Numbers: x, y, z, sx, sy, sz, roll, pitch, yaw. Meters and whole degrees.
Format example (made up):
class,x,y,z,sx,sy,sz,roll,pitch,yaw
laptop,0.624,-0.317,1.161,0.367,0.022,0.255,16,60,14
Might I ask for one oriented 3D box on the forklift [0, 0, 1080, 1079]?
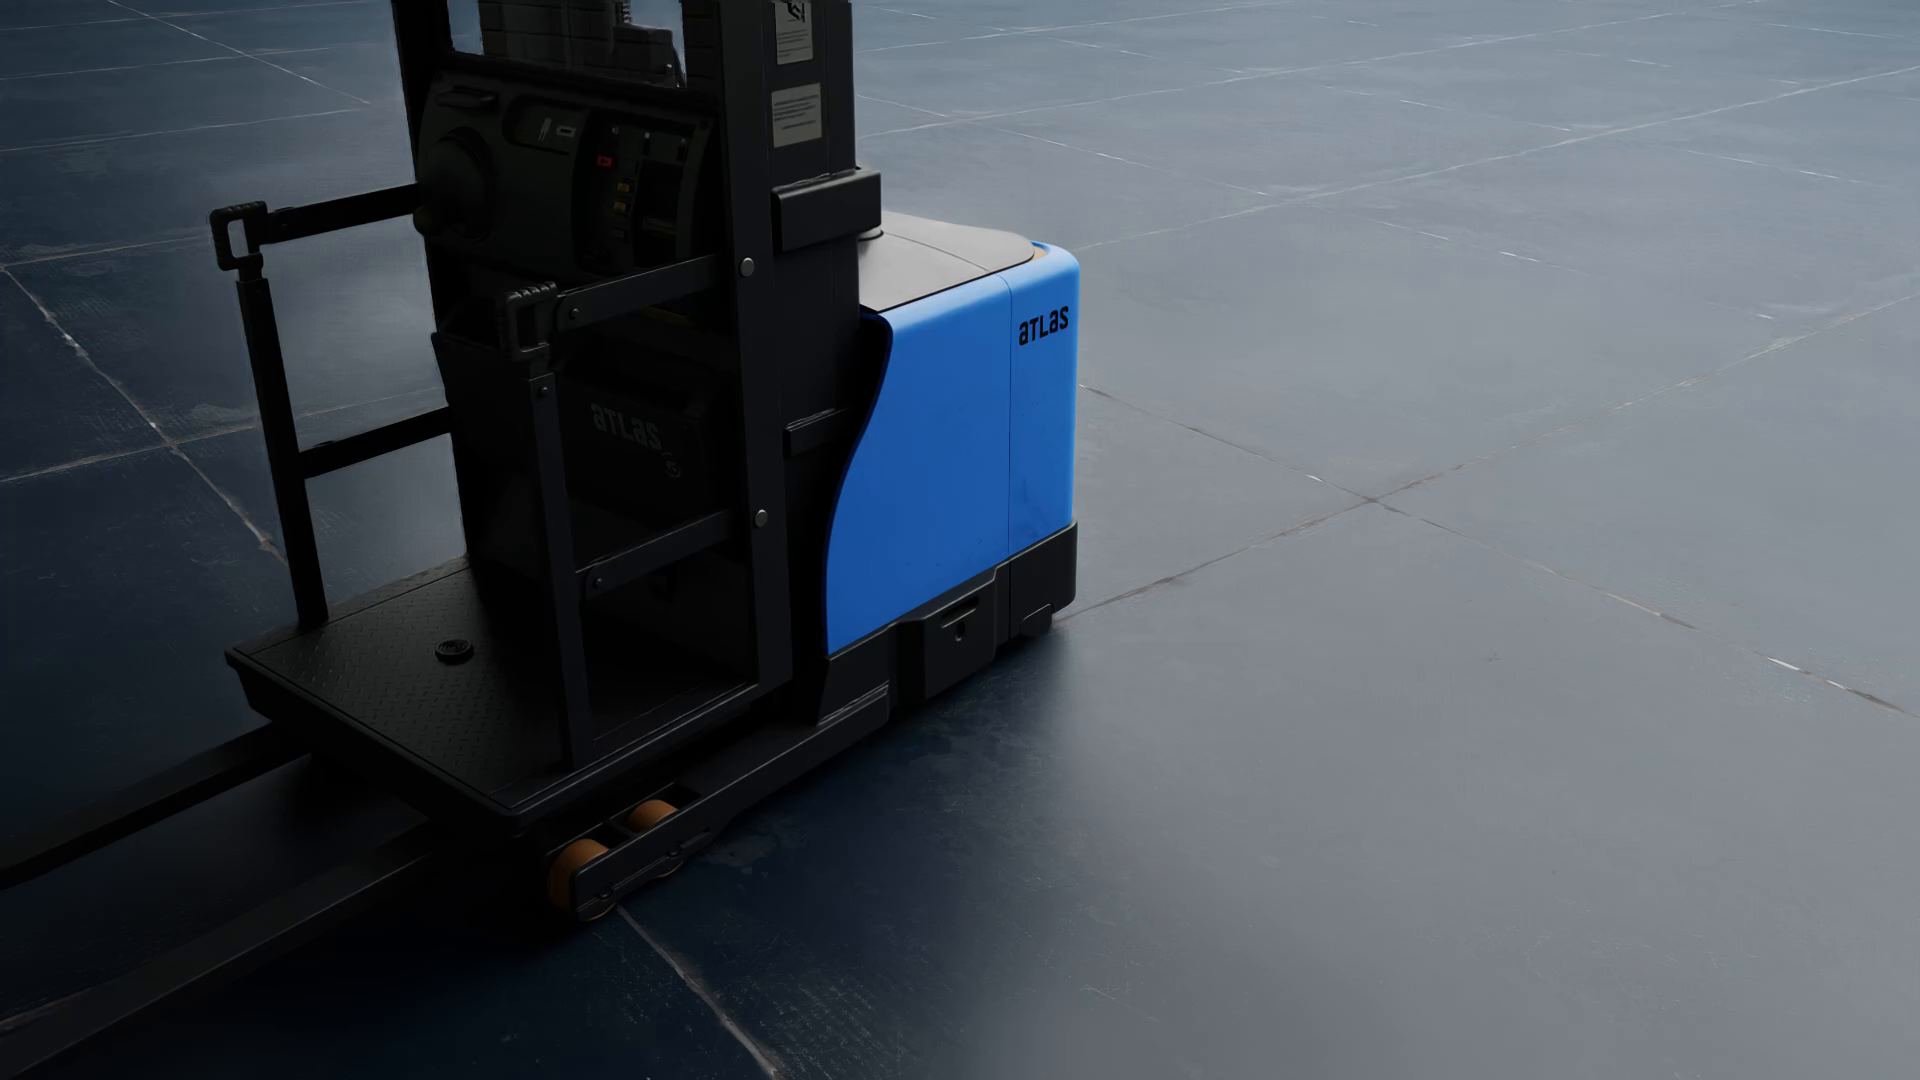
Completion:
class,x,y,z,sx,sy,sz,roll,pitch,yaw
forklift,-0.994,-0.763,3.412,1.130,2.935,3.031,19,31,35
